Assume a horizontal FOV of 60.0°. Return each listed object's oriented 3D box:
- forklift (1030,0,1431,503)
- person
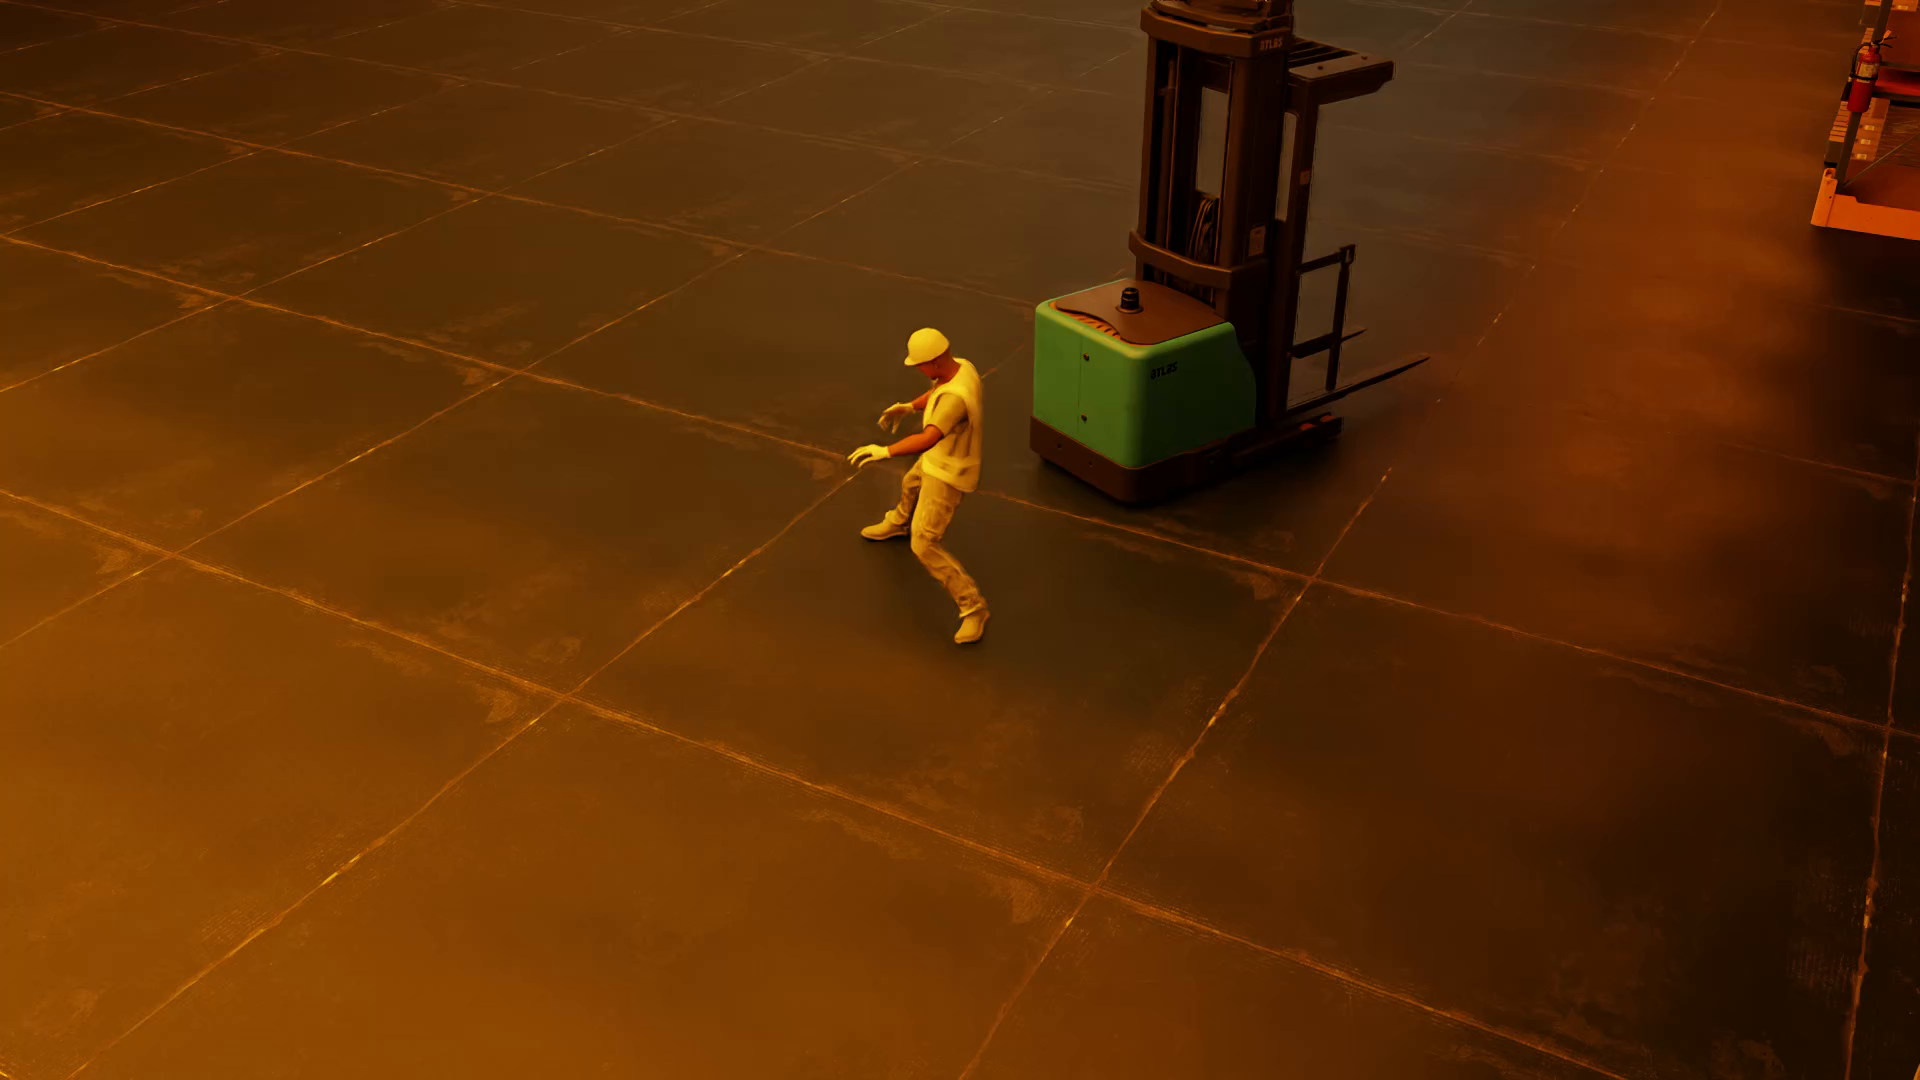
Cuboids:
[{"bbox_3d":[1.943,-2.072,10.661,3.031,2.935,1.130,-20,36,-31],"label":"forklift"},{"bbox_3d":[-0.215,-0.413,9.149,0.839,1.564,1.331,2,30,4],"label":"person"}]
